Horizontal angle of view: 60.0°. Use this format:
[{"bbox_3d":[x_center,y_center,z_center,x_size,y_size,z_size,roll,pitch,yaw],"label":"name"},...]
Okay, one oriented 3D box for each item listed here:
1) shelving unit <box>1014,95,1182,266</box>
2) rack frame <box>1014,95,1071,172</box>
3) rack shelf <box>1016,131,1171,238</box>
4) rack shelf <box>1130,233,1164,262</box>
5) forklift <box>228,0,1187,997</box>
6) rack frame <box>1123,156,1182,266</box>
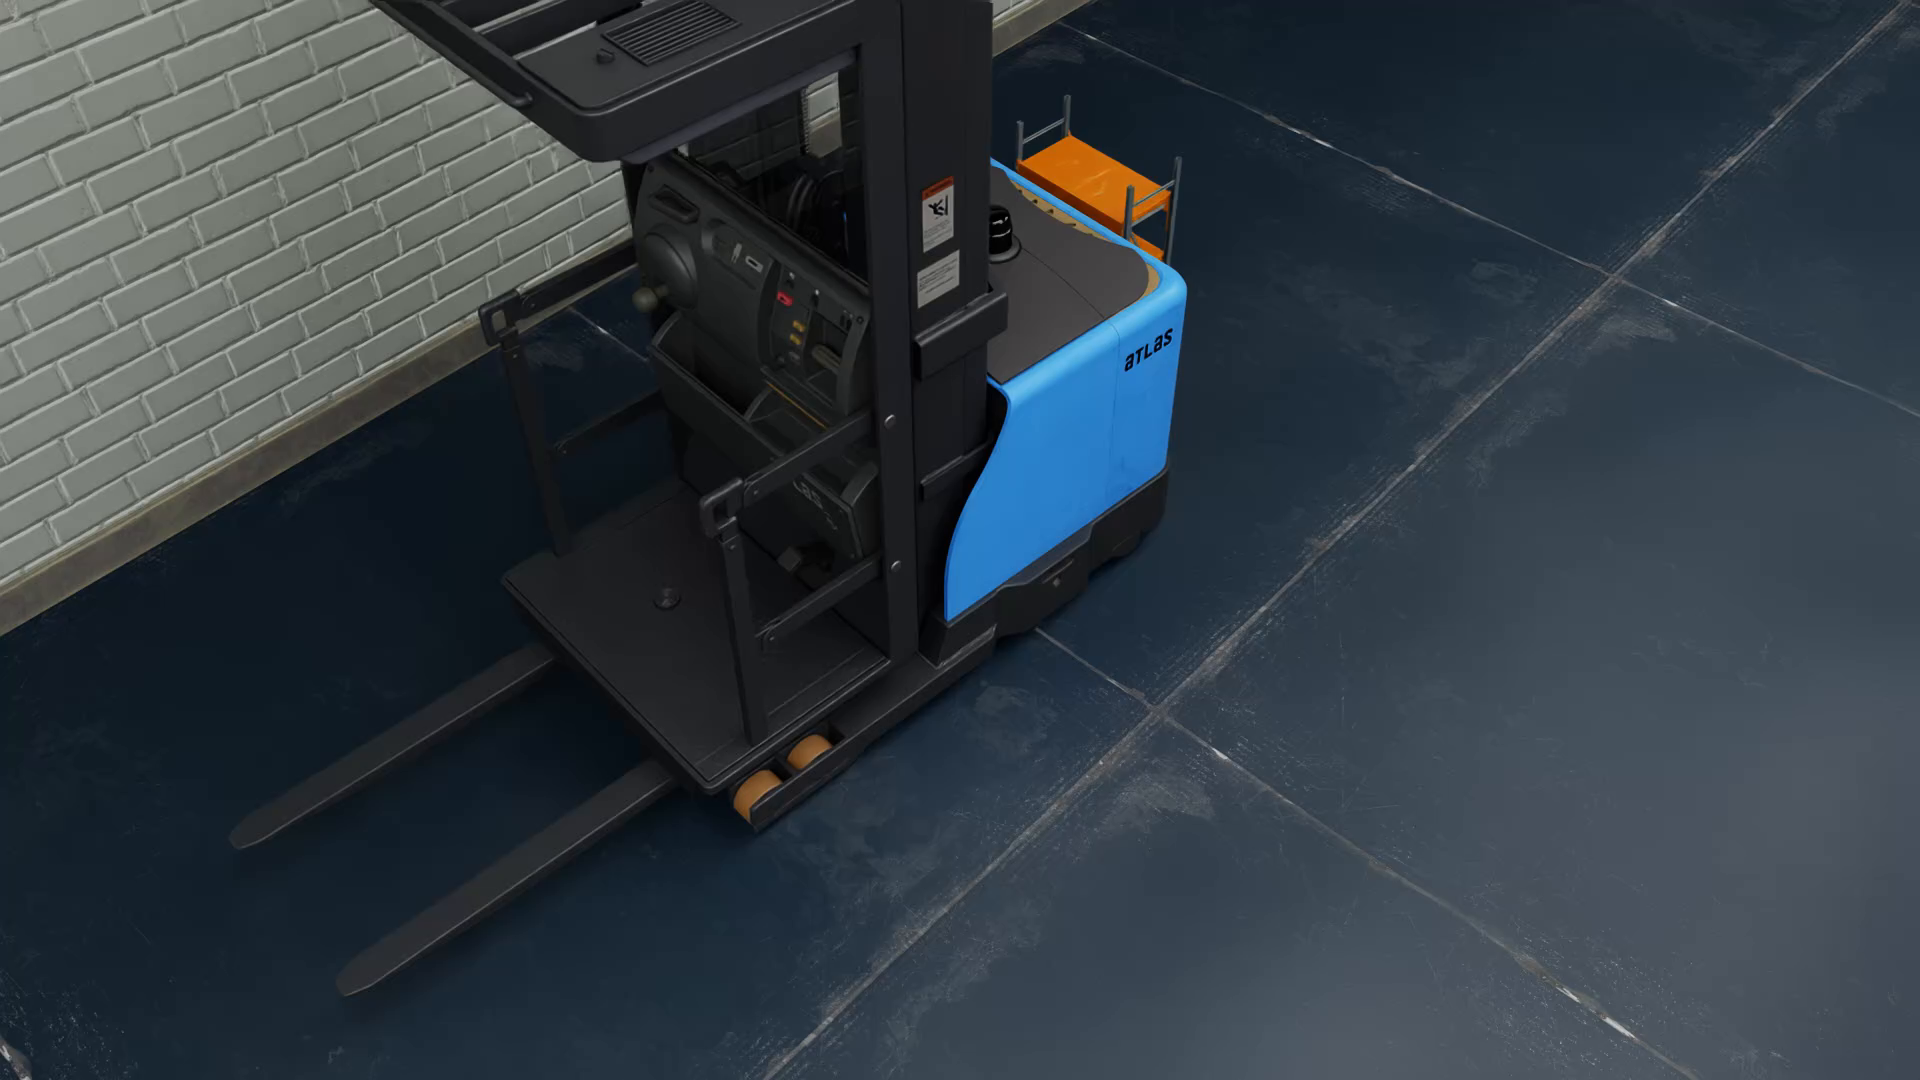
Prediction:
[{"bbox_3d":[0.440,-0.865,5.739,0.258,1.200,0.503,-34,56,-28],"label":"shelving unit"},{"bbox_3d":[0.272,-0.994,5.860,0.240,1.200,0.015,-34,56,-28],"label":"rack frame"},{"bbox_3d":[0.440,-1.134,5.452,0.258,0.148,0.480,-34,56,-28],"label":"rack shelf"},{"bbox_3d":[0.440,-0.972,5.625,0.258,0.148,0.480,-34,56,-28],"label":"rack shelf"},{"bbox_3d":[-0.718,-0.589,4.292,3.031,2.935,1.130,-34,55,-28],"label":"forklift"},{"bbox_3d":[0.607,-0.735,5.617,0.240,1.200,0.015,-34,56,-28],"label":"rack frame"}]
